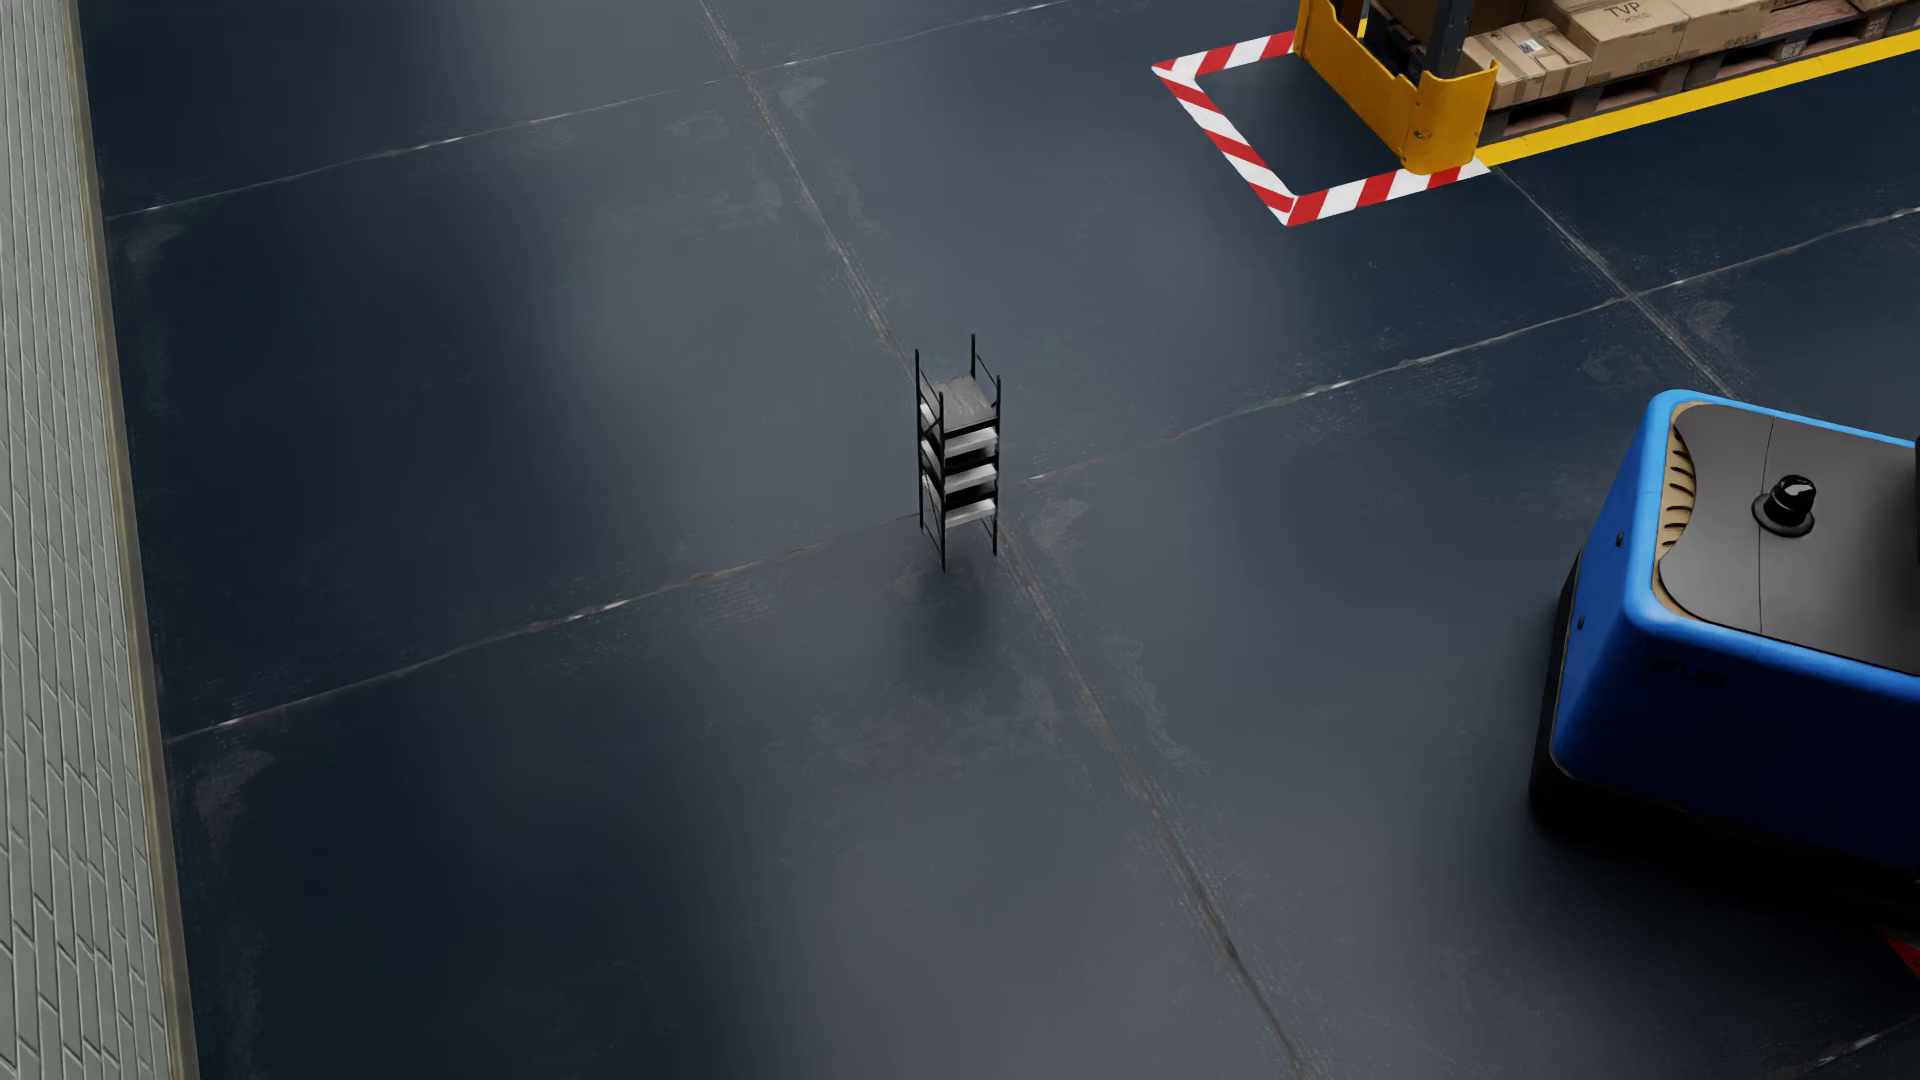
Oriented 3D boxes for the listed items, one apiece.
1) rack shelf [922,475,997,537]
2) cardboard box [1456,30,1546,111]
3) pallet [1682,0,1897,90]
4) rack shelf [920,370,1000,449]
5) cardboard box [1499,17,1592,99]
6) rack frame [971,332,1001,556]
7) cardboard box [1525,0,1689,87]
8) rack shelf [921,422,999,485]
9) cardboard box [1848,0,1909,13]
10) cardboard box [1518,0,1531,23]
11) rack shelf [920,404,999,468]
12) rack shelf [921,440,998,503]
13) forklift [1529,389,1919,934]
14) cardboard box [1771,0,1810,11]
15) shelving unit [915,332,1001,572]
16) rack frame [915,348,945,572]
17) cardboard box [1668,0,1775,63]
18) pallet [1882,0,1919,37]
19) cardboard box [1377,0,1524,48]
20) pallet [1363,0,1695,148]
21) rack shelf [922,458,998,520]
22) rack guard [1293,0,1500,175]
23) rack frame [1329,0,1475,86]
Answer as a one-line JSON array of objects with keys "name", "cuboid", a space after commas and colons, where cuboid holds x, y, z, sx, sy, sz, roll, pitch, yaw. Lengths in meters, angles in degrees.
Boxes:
[{"name": "rack shelf", "cuboid": [-0.008, -0.152, 5.995, 0.200, 0.077, 0.258, -17, 52, -14]}, {"name": "cardboard box", "cuboid": [2.463, -2.162, 7.645, 0.250, 0.149, 0.380, -17, 52, -14]}, {"name": "pallet", "cuboid": [3.881, -2.758, 8.406, 1.213, 0.211, 1.003, -17, 52, -14]}, {"name": "rack shelf", "cuboid": [-0.008, -0.445, 5.654, 0.200, 0.077, 0.258, -17, 52, -14]}, {"name": "cardboard box", "cuboid": [2.694, -2.239, 7.700, 0.250, 0.166, 0.380, -17, 52, -14]}, {"name": "rack frame", "cuboid": [0.087, -0.320, 5.858, 0.006, 0.900, 0.240, -17, 52, -14]}, {"name": "cardboard box", "cuboid": [3.019, -2.416, 7.797, 0.500, 0.250, 0.500, -17, 52, -14]}, {"name": "rack shelf", "cuboid": [-0.008, -0.328, 5.790, 0.200, 0.077, 0.258, -17, 52, -14]}, {"name": "cardboard box", "cuboid": [4.534, -2.905, 8.177, 0.500, 0.311, 0.500, -17, 52, -14]}, {"name": "cardboard box", "cuboid": [2.765, -2.671, 8.070, 0.250, 0.166, 0.380, -17, 52, -14]}, {"name": "rack shelf", "cuboid": [-0.008, -0.386, 5.722, 0.200, 0.077, 0.258, -17, 52, -14]}, {"name": "rack shelf", "cuboid": [-0.008, -0.269, 5.858, 0.200, 0.077, 0.258, -17, 52, -14]}, {"name": "forklift", "cuboid": [3.414, -0.018, 4.260, 3.031, 2.935, 1.130, 15, 51, 13]}, {"name": "cardboard box", "cuboid": [3.911, -3.003, 8.134, 0.637, 0.503, 0.797, -17, 52, -14]}, {"name": "shelving unit", "cuboid": [-0.008, -0.291, 5.833, 0.210, 0.900, 0.258, -17, 52, -14]}, {"name": "rack frame", "cuboid": [-0.102, -0.262, 5.808, 0.006, 0.900, 0.240, -17, 52, -14]}, {"name": "cardboard box", "cuboid": [3.482, -2.560, 7.920, 0.500, 0.250, 0.500, -17, 52, -14]}, {"name": "pallet", "cuboid": [5.012, -3.111, 8.709, 1.213, 0.211, 1.003, -17, 52, -14]}, {"name": "cardboard box", "cuboid": [2.356, -2.726, 7.898, 0.500, 0.500, 0.500, -17, 52, -14]}, {"name": "pallet", "cuboid": [2.754, -2.411, 8.108, 1.213, 0.211, 1.003, -17, 52, -14]}, {"name": "rack shelf", "cuboid": [-0.008, -0.211, 5.927, 0.200, 0.077, 0.258, -17, 52, -14]}, {"name": "rack guard", "cuboid": [2.016, -2.276, 7.802, 0.348, 0.500, 1.175, -17, 52, -14]}, {"name": "rack frame", "cuboid": [1.945, -3.068, 6.834, 0.127, 3.000, 1.000, -17, 52, -14]}]
